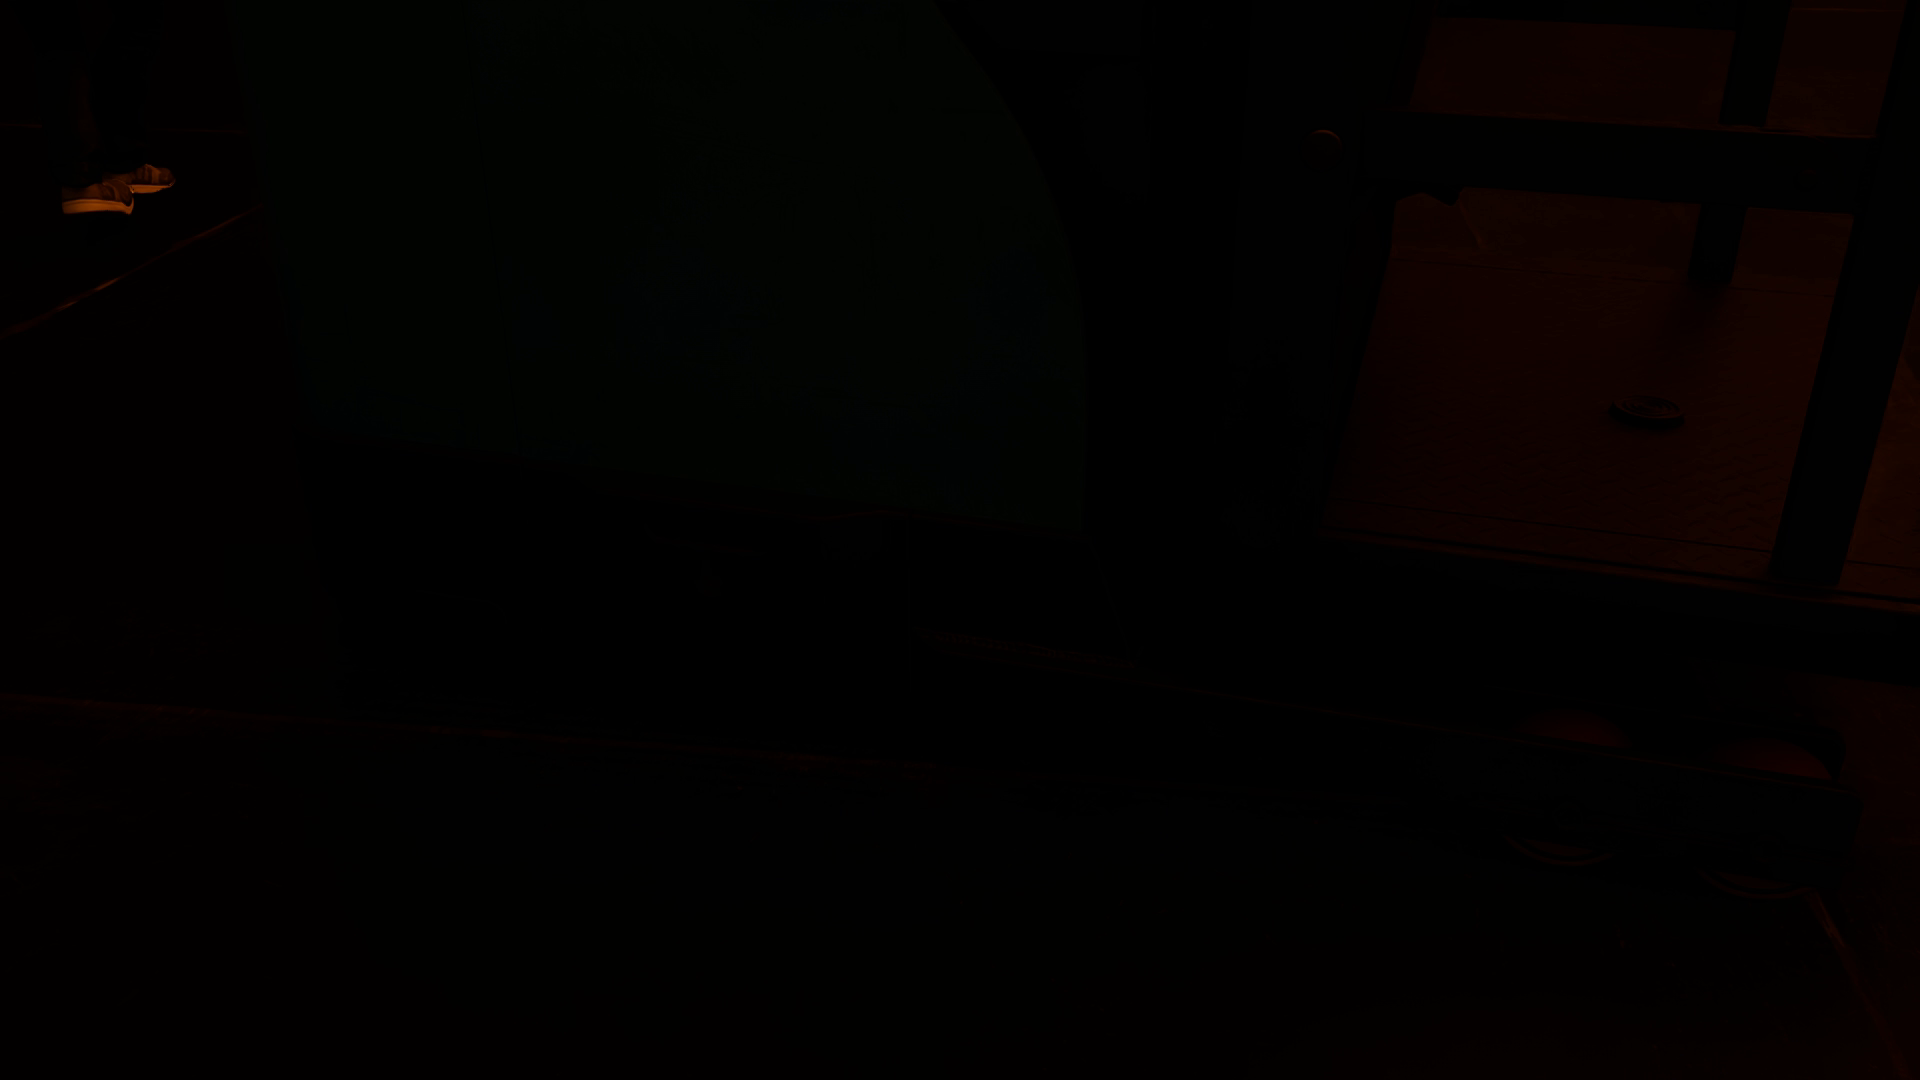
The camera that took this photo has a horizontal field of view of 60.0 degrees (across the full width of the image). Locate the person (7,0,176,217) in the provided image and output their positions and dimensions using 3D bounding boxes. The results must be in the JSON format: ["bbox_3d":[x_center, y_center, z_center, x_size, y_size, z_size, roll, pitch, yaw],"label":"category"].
[{"bbox_3d":[-1.968,-1.480,3.850,0.704,1.482,0.764,2,27,4],"label":"person"}]

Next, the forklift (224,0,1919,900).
[{"bbox_3d":[0.715,-1.200,1.623,3.031,2.935,1.130,8,28,15],"label":"forklift"}]
